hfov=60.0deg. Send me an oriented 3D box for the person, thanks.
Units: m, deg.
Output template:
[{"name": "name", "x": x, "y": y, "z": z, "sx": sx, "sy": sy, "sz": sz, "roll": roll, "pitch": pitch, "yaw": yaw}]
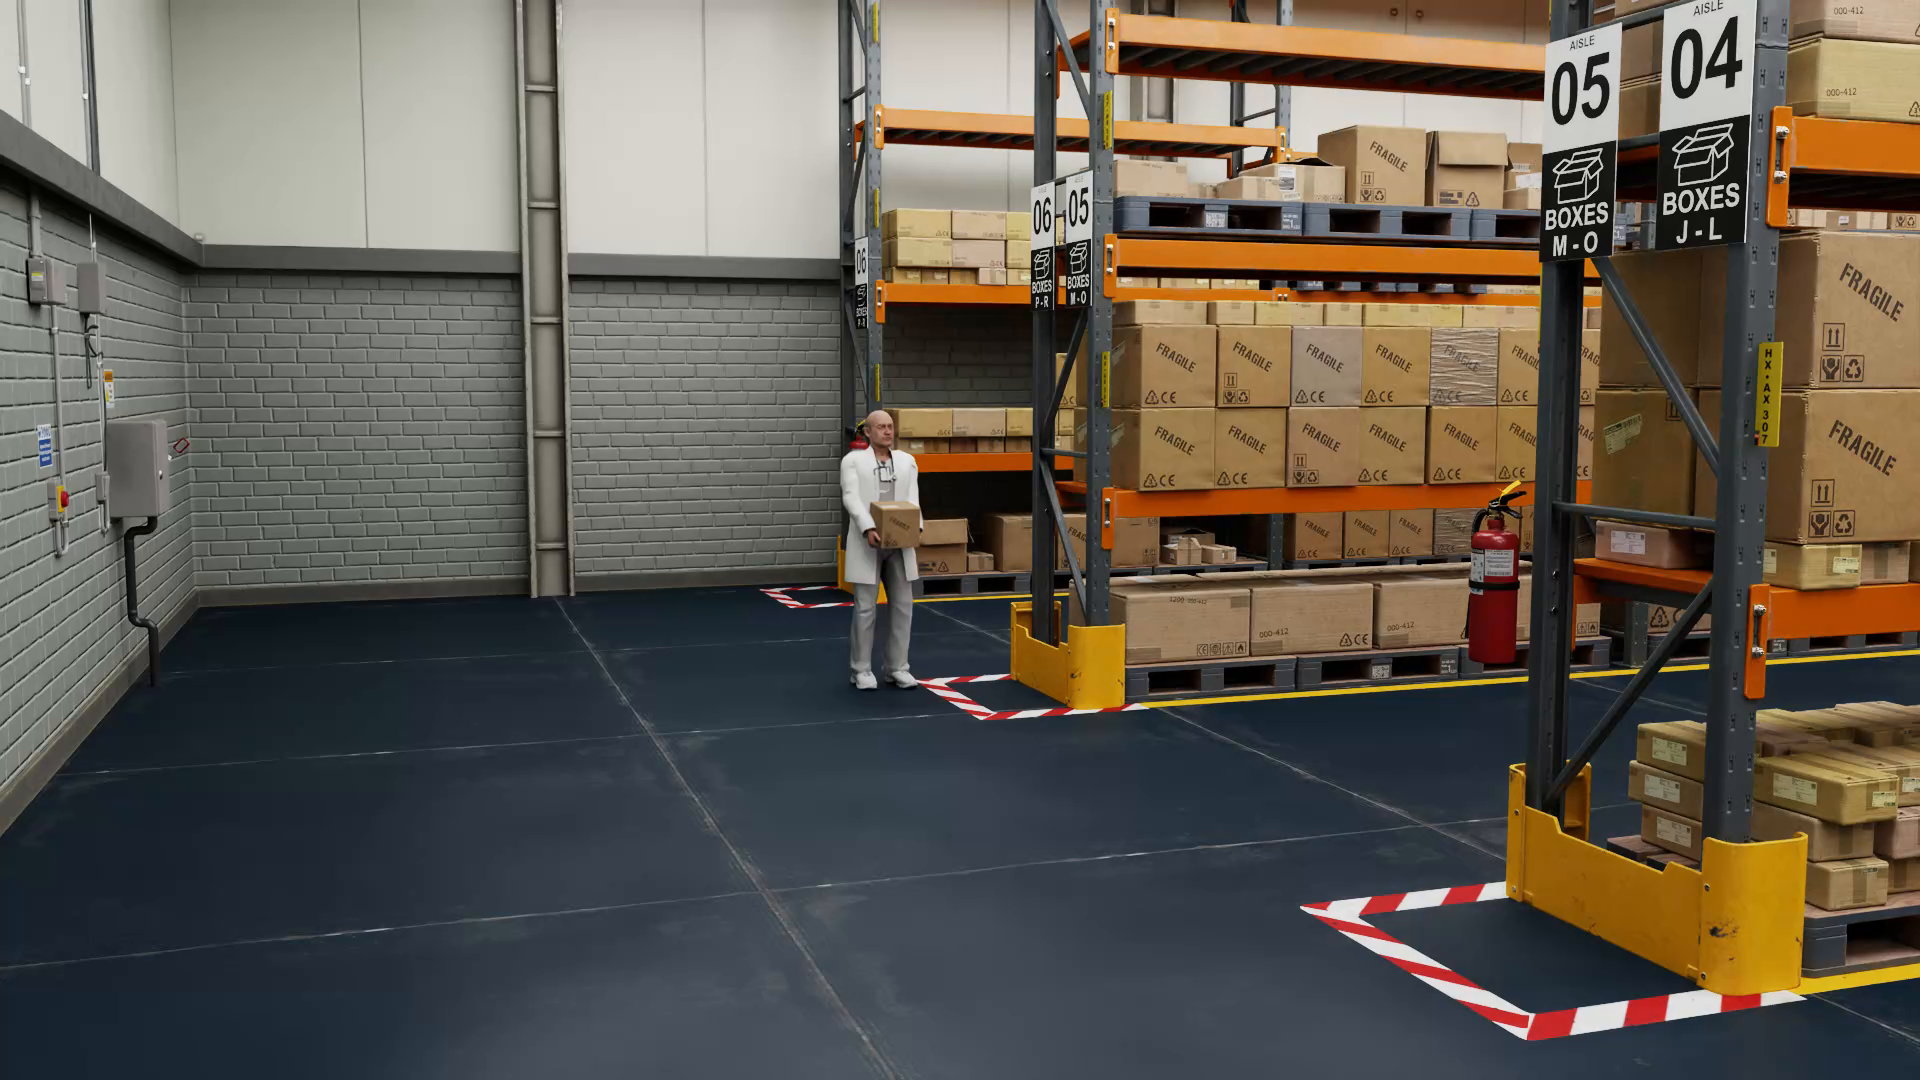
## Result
[{"name": "person", "x": -0.470, "y": 0.065, "z": 10.630, "sx": 0.528, "sy": 1.774, "sz": 0.558, "roll": -2, "pitch": 6, "yaw": -21}]
